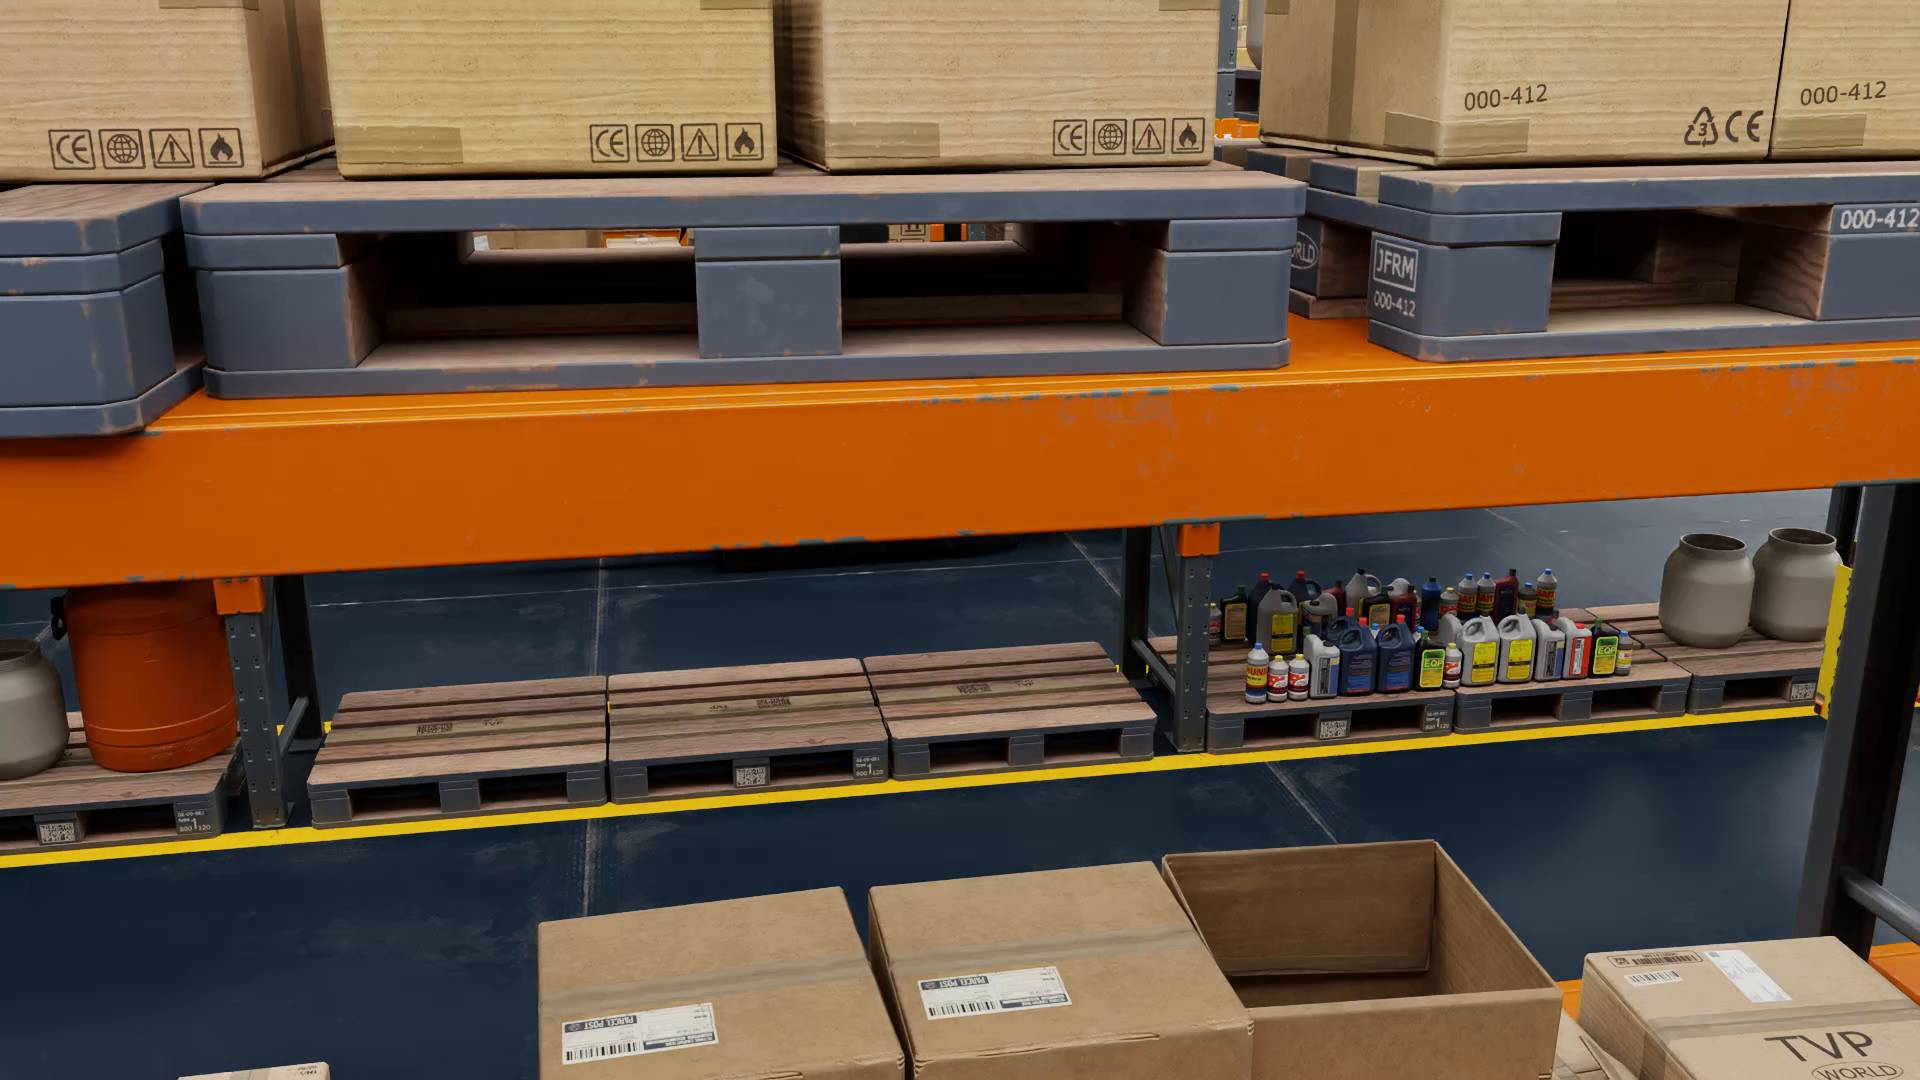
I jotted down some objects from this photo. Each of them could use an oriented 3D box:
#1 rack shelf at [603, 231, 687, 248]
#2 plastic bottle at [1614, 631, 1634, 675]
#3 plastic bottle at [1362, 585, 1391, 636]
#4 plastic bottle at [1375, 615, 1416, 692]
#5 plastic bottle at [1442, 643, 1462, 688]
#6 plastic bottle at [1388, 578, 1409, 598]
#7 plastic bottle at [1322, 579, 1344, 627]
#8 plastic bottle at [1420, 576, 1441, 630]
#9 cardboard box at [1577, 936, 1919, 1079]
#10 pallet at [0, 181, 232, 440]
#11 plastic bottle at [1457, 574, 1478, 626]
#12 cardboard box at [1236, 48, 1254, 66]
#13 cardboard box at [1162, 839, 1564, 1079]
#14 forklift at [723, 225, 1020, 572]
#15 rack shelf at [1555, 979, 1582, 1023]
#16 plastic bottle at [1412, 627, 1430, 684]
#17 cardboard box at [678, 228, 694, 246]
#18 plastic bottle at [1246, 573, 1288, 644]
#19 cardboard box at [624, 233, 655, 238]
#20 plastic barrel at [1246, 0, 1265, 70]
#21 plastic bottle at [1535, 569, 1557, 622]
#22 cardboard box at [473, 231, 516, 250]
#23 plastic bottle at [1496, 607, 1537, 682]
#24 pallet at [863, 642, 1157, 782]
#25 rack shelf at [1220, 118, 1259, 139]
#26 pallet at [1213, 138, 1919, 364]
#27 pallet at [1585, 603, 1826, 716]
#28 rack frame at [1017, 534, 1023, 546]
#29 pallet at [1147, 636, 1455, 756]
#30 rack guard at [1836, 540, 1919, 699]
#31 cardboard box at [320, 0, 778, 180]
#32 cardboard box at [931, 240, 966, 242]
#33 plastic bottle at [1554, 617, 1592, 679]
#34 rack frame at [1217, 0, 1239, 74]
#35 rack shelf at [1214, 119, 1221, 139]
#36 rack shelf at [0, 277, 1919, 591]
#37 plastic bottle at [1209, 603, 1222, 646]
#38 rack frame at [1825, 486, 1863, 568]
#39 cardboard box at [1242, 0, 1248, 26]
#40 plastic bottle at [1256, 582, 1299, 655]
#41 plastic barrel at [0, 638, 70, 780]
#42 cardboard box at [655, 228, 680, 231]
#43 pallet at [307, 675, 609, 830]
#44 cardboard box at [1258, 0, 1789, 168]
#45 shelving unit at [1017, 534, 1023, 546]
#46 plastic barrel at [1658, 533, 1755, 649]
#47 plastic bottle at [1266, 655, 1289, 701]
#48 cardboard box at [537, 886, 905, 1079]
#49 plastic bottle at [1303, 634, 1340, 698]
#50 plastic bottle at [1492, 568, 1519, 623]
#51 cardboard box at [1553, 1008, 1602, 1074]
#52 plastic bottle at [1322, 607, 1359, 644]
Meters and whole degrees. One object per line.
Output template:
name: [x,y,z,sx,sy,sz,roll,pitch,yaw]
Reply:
rack shelf: [-2.778,-3.006,16.716,4.000,0.370,1.077,-3,17,-10]
plastic bottle: [3.175,0.535,7.978,0.097,0.201,0.097,0,17,0]
plastic bottle: [2.095,0.370,8.375,0.133,0.283,0.061,-3,17,-10]
plastic bottle: [2.024,0.522,7.767,0.185,0.351,0.144,-4,18,-13]
plastic bottle: [2.306,0.584,7.818,0.097,0.201,0.097,0,17,0]
plastic bottle: [2.211,0.338,8.493,0.135,0.276,0.152,-3,17,-9]
plastic bottle: [1.886,0.339,8.476,0.133,0.283,0.061,-2,17,-7]
plastic bottle: [2.422,0.320,8.559,0.097,0.271,0.097,0,17,0]
cardboard box: [1.428,0.941,2.893,0.500,0.250,0.500,-2,17,-7]
pallet: [-1.375,-0.355,2.070,1.003,0.211,1.213,-2,17,-8]
plastic bottle: [2.621,0.309,8.596,0.097,0.271,0.097,0,17,0]
cardboard box: [2.043,-3.427,12.007,0.500,0.250,0.500,-4,17,-11]
cardboard box: [0.629,0.849,2.767,0.500,0.500,0.500,-2,17,-6]
forklift: [-1.191,-1.376,10.299,3.031,2.935,1.130,-3,17,-11]
rack shelf: [-0.060,1.285,2.744,4.000,0.370,1.077,-3,17,-10]
plastic bottle: [2.161,0.541,7.840,0.097,0.271,0.097,0,17,0]
cardboard box: [-1.657,-2.153,11.822,0.637,0.503,0.797,-1,17,-5]
plastic bottle: [1.545,0.339,8.363,0.185,0.351,0.144,-4,17,-12]
cardboard box: [-2.314,-2.111,12.088,0.258,0.266,0.396,-4,17,-12]
plastic barrel: [1.427,-2.254,7.026,0.421,0.512,0.421,0,17,0]
plastic bottle: [3.055,0.284,8.676,0.097,0.271,0.097,0,17,0]
cardboard box: [-3.377,-2.094,11.634,0.500,0.500,0.500,-5,18,-17]
plastic bottle: [2.624,0.488,7.877,0.185,0.351,0.144,-3,17,-8]
pallet: [0.204,0.790,7.882,1.213,0.211,1.003,-3,17,-10]
rack shelf: [2.931,-1.800,7.679,4.000,0.370,1.077,-3,17,-10]
pallet: [1.040,-0.460,2.417,1.217,0.209,0.805,-4,18,-13]
pallet: [4.030,0.573,8.586,1.213,0.211,1.003,-3,17,-10]
rack frame: [0.354,-0.738,10.659,0.023,1.500,0.400,-3,17,-11]
pallet: [1.635,0.709,8.143,1.213,0.211,1.003,-3,17,-10]
rack guard: [4.829,0.392,8.686,0.348,0.500,1.175,-3,17,-10]
cardboard box: [-0.514,-0.615,2.136,0.500,0.250,0.500,-4,17,-12]
cardboard box: [-0.183,-2.662,17.272,0.875,0.875,0.875,-3,17,-10]
plastic bottle: [2.922,0.505,7.947,0.135,0.276,0.152,-3,17,-10]
rack frame: [0.967,-3.466,6.770,0.127,3.000,1.000,-3,17,-10]
rack shelf: [-0.996,-1.577,6.954,4.000,0.370,1.077,-3,17,-10]
rack shelf: [-0.060,-0.149,2.304,4.000,0.370,1.077,-3,17,-10]
plastic bottle: [1.264,0.419,8.356,0.097,0.201,0.097,0,17,0]
rack frame: [4.895,-0.821,8.377,0.127,3.000,1.000,-3,17,-10]
cardboard box: [2.446,-4.107,12.437,0.500,0.500,0.500,-3,17,-11]
plastic bottle: [1.572,0.380,8.227,0.185,0.351,0.144,-3,17,-10]
plastic barrel: [-3.975,0.702,6.938,0.421,0.512,0.421,0,17,0]
cardboard box: [-2.766,-3.318,16.336,0.500,0.500,0.500,-3,17,-11]
pallet: [-2.192,0.925,7.439,1.213,0.211,1.003,-3,17,-10]
cardboard box: [0.758,-0.670,2.316,0.500,0.250,0.500,-5,18,-16]
shelving unit: [0.713,-0.759,10.727,0.755,1.500,0.431,-3,17,-11]
plastic barrel: [3.771,0.254,8.398,0.421,0.512,0.421,0,17,0]
plastic bottle: [1.463,0.632,7.662,0.097,0.201,0.097,0,17,0]
cardboard box: [-0.380,0.907,2.581,0.500,0.500,0.500,-4,18,-13]
plastic bottle: [1.676,0.576,7.717,0.135,0.276,0.152,-3,17,-8]
plastic bottle: [2.830,0.285,8.651,0.133,0.283,0.061,-3,17,-10]
cardboard box: [0.995,0.940,3.069,0.250,0.149,0.380,-3,17,-10]
plastic bottle: [1.811,0.491,7.868,0.185,0.351,0.144,-3,17,-10]
